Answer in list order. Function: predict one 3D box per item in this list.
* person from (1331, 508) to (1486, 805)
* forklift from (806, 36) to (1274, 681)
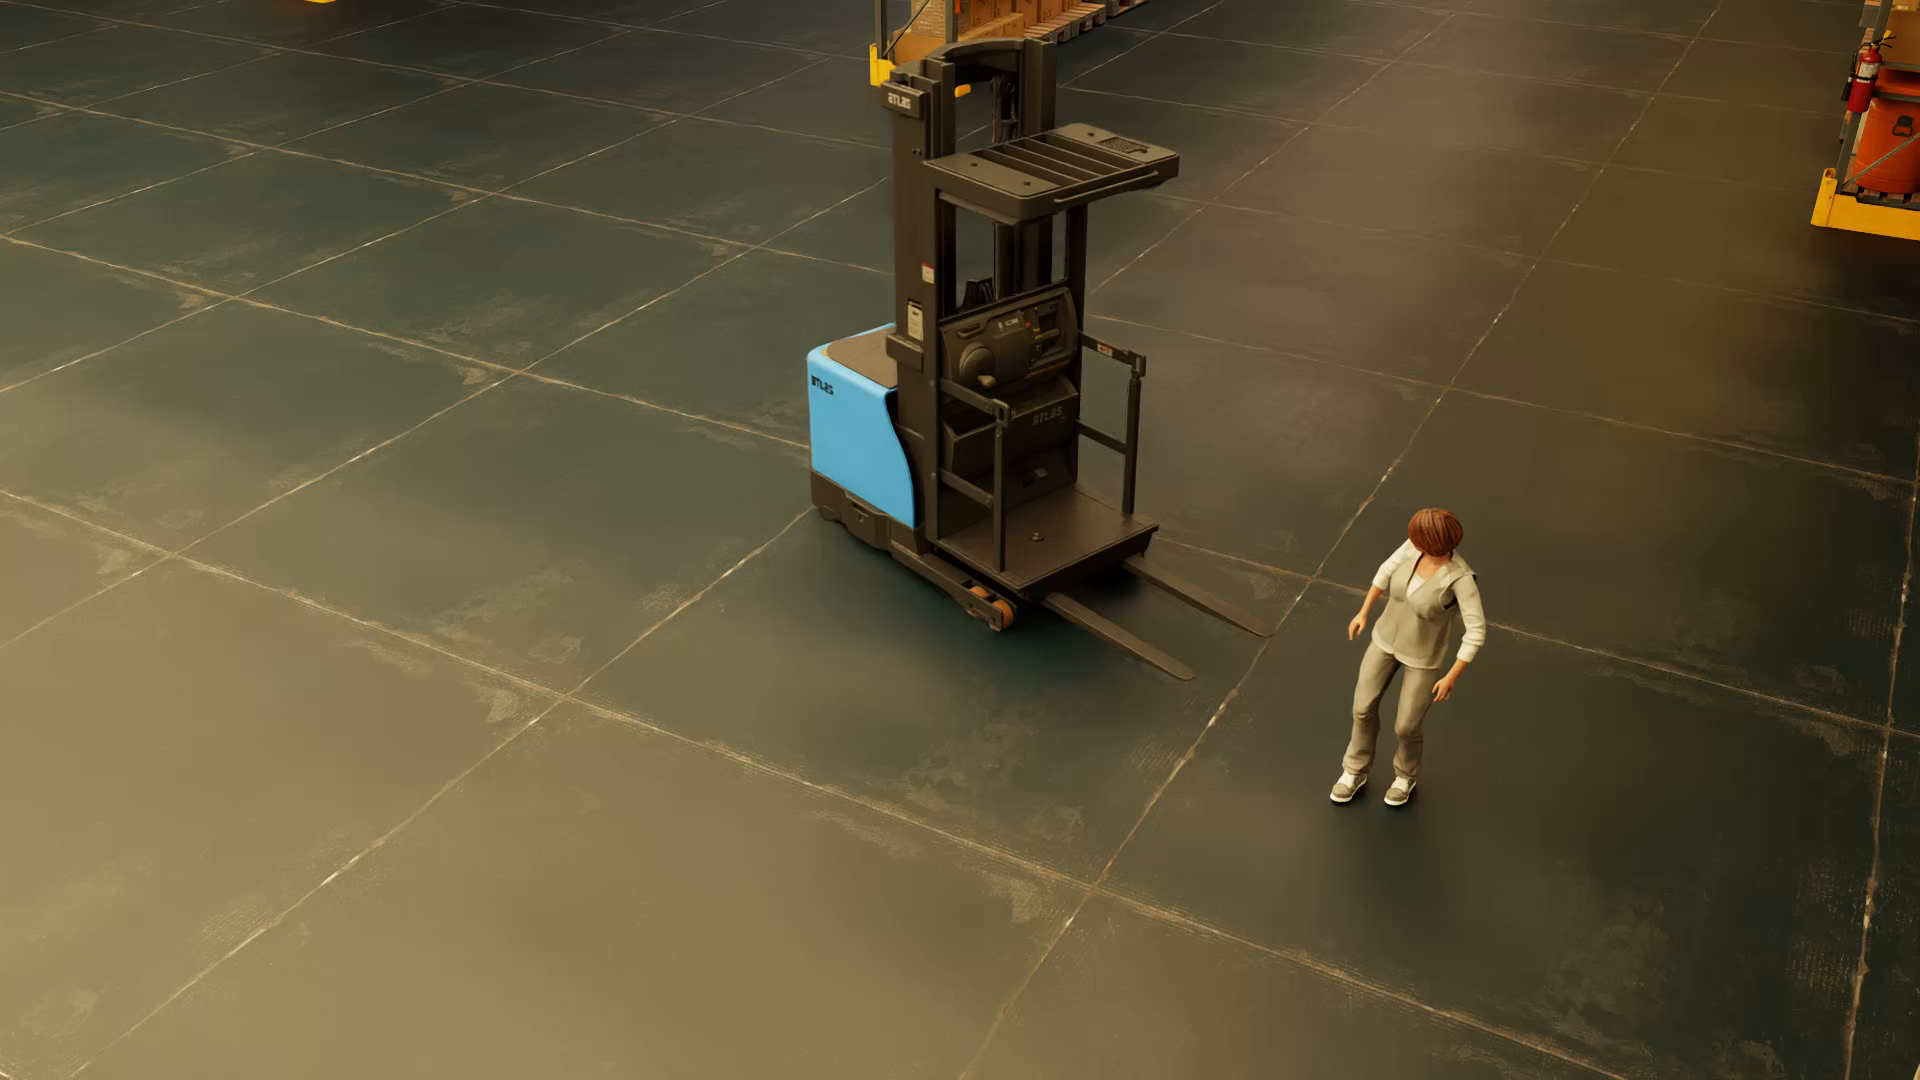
[{"bbox_3d":[2.017,0.541,7.496,0.447,1.577,0.621,-26,39,-37],"label":"person"},{"bbox_3d":[0.415,-1.056,8.900,1.130,2.935,3.031,-23,37,-34],"label":"forklift"}]
